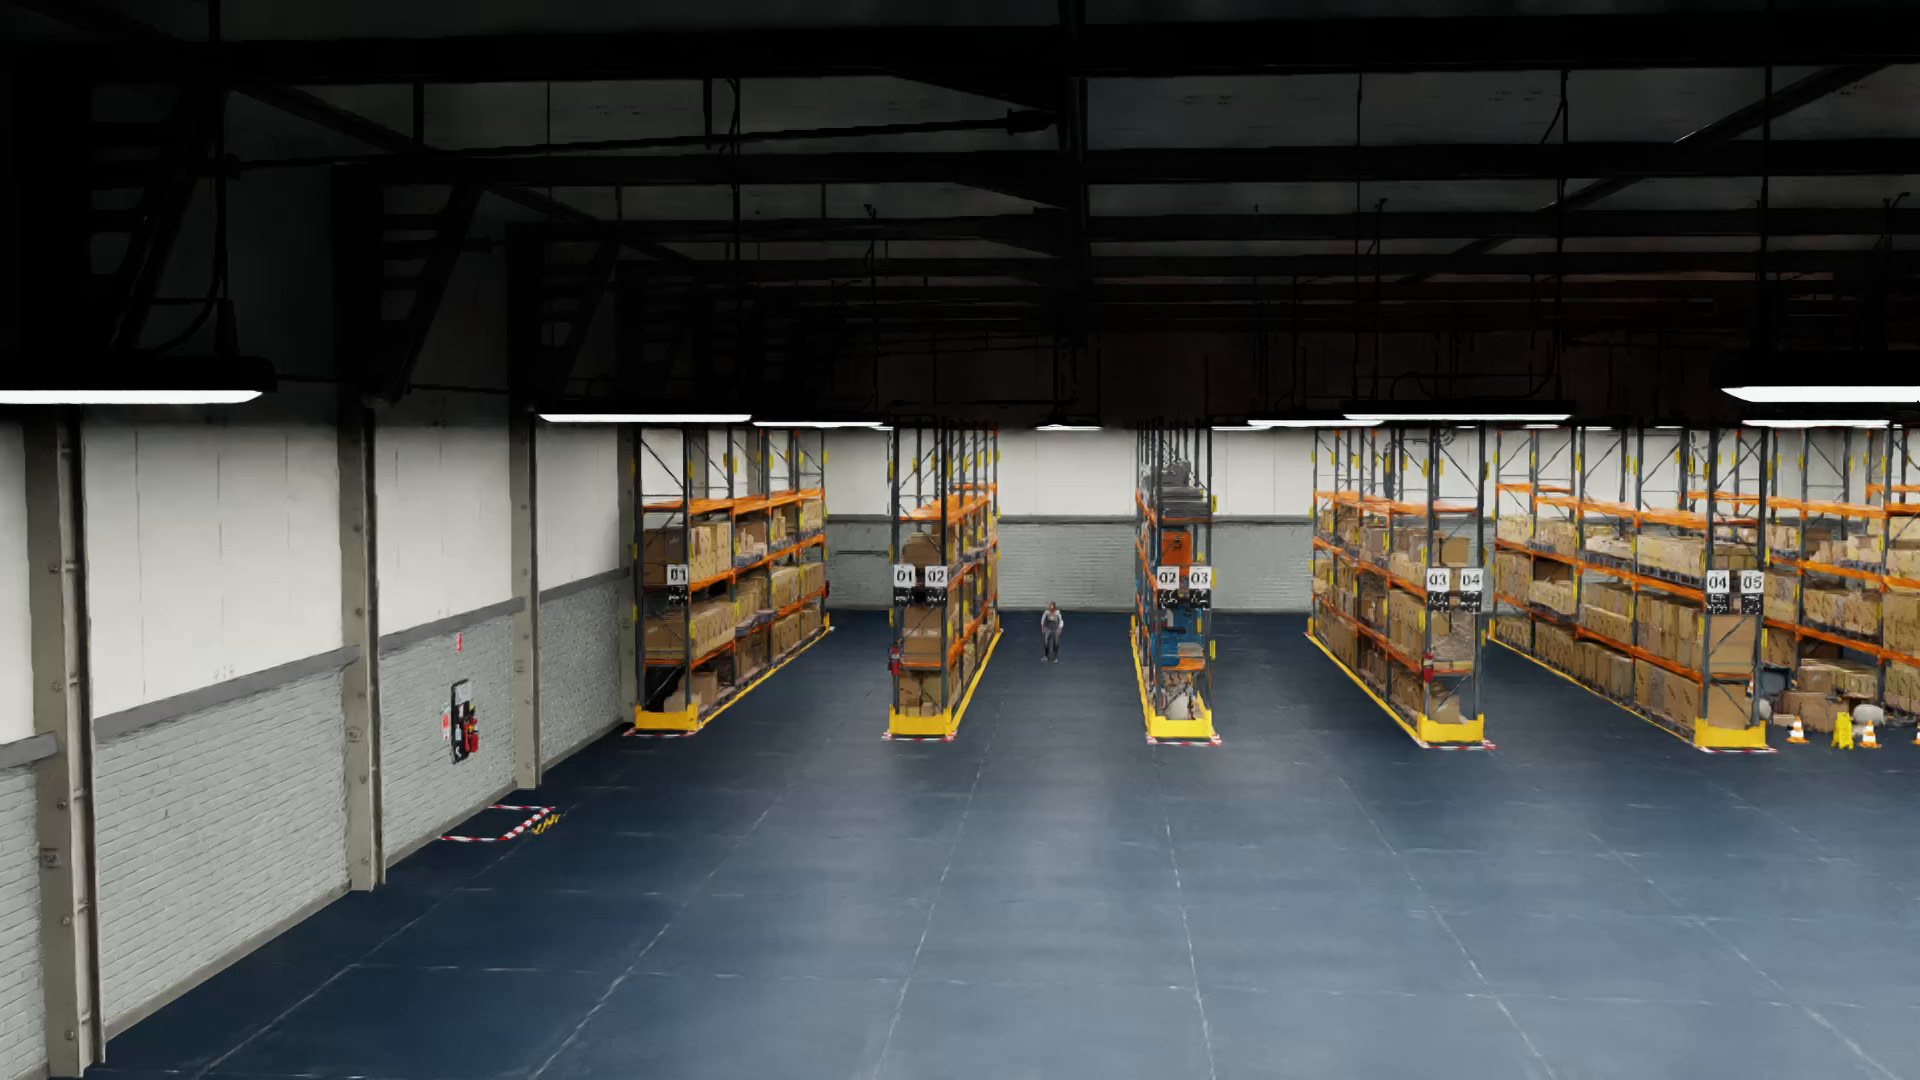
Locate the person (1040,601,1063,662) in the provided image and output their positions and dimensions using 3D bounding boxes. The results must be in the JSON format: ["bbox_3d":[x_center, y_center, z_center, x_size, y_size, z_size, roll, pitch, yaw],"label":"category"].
[{"bbox_3d":[2.274,2.275,41.244,0.566,1.526,0.519,0,4,2],"label":"person"}]

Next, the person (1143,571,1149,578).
[{"bbox_3d":[5.501,1.682,48.238,0.378,1.759,0.633,-2,4,-27],"label":"person"}]
